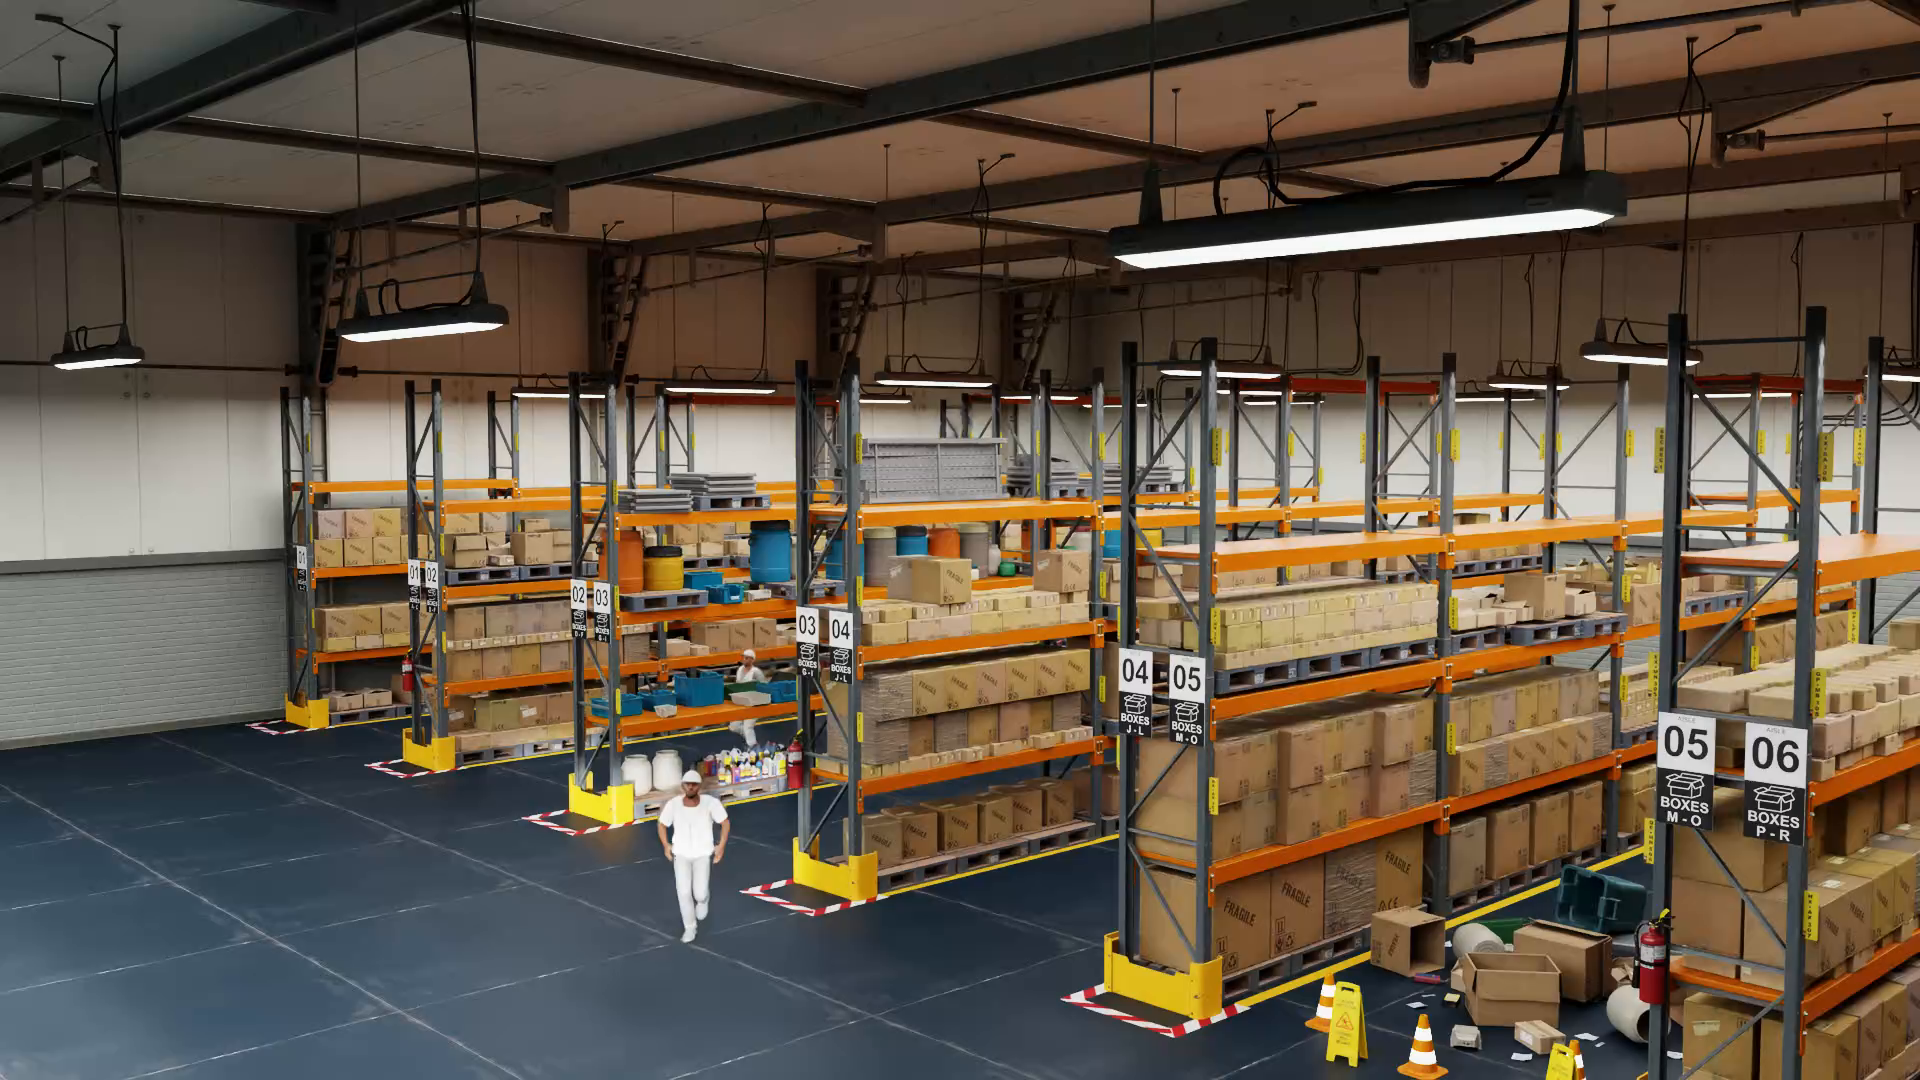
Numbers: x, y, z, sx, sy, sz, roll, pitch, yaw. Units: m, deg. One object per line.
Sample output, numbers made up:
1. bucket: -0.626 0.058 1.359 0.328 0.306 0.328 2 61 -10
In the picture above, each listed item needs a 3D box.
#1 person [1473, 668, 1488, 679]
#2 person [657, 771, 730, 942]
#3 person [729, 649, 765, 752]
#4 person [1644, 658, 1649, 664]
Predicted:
1. person: 7.817 2.718 25.091 0.582 1.652 0.623 4 5 44
2. person: -2.747 3.213 17.148 0.736 1.725 0.633 0 4 -5
3. person: -3.400 2.607 26.373 0.651 1.743 0.585 2 4 32
4. person: 10.858 2.727 26.168 0.683 1.595 0.598 -3 4 -35
